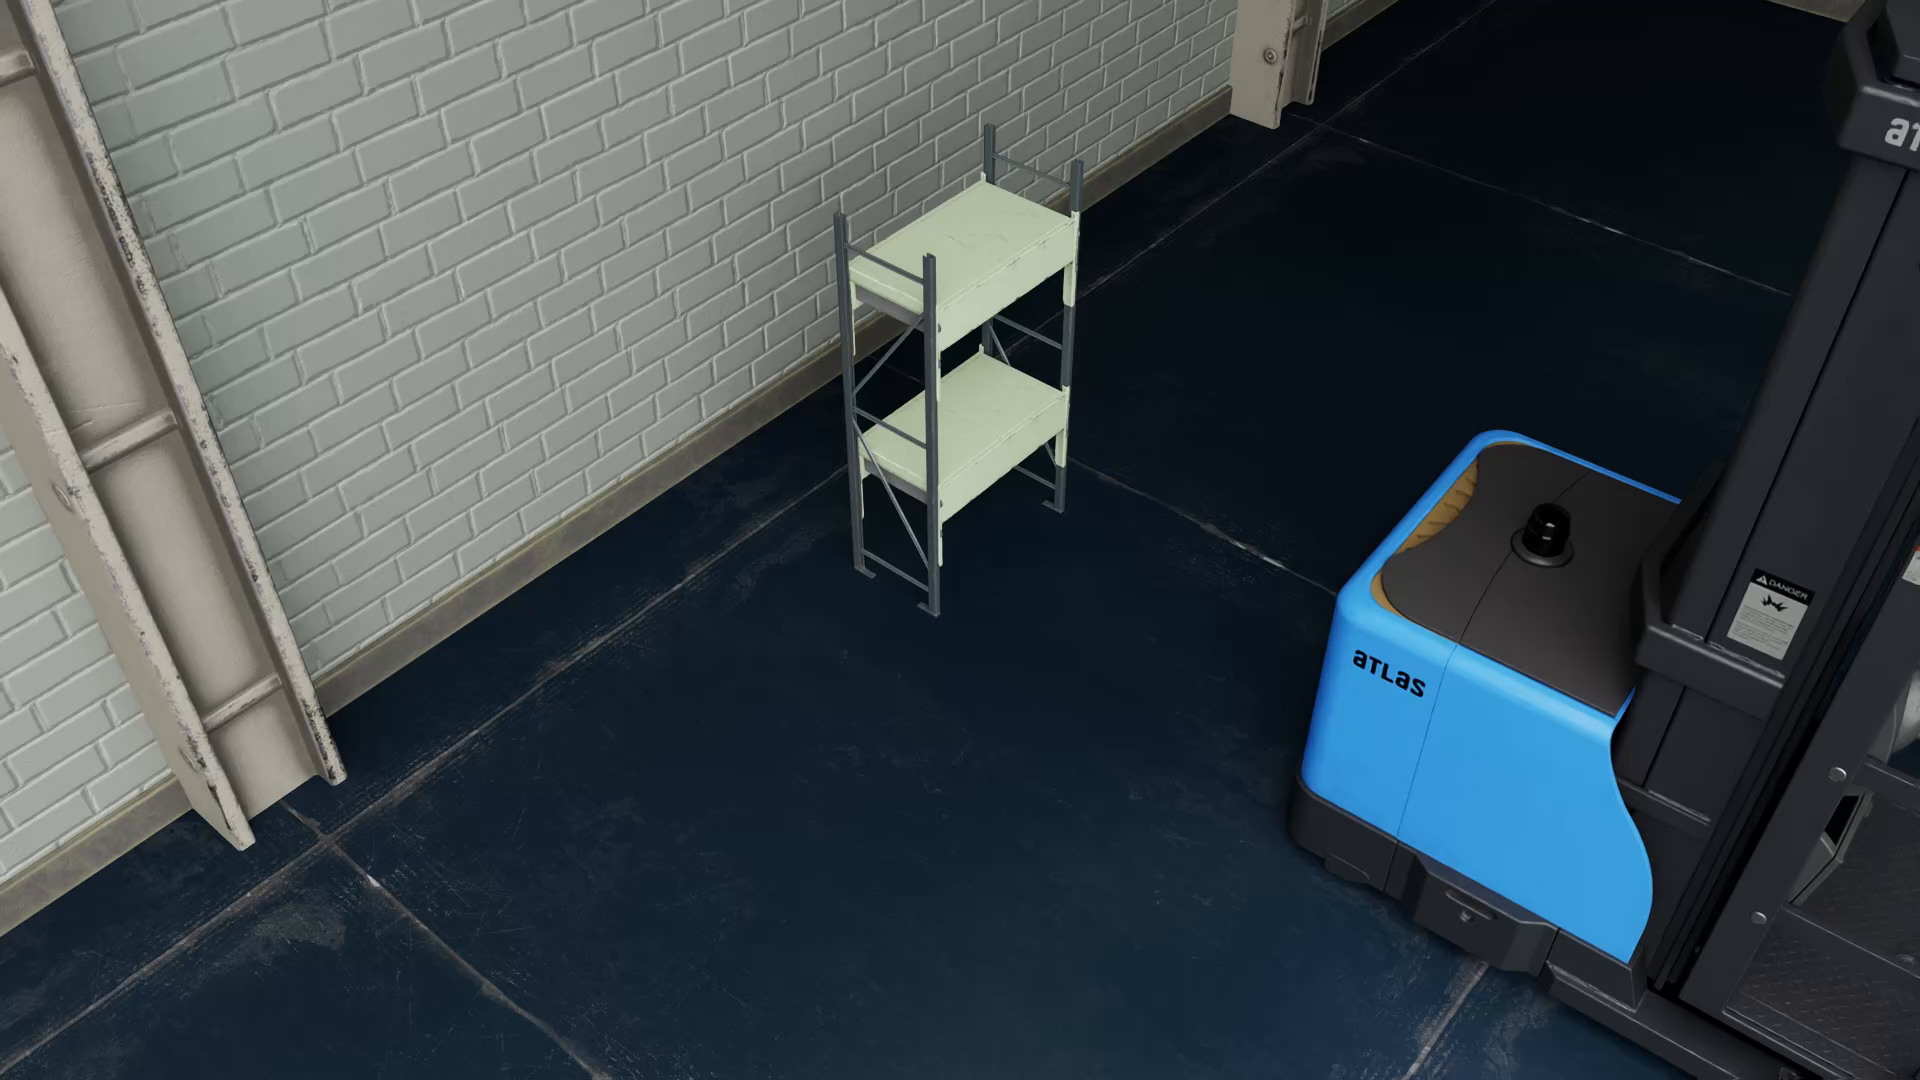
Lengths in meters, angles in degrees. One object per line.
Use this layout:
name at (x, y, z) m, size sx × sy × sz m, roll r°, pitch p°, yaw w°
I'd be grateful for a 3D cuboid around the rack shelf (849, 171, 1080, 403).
rack shelf at (0.004, -0.847, 5.487) m, size 0.431 × 0.370 × 0.720 m, roll 29°, pitch 50°, yaw 28°

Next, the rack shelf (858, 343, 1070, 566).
rack shelf at (0.004, -0.317, 5.969) m, size 0.431 × 0.370 × 0.720 m, roll 29°, pitch 50°, yaw 28°

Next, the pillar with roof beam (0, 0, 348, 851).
pillar with roof beam at (1.063, -0.662, 0.290) m, size 9.100 × 9.000 × 0.400 m, roll 29°, pitch 50°, yaw 28°

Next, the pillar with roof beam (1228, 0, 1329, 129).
pillar with roof beam at (4.925, -3.752, 3.687) m, size 9.100 × 9.000 × 0.400 m, roll 29°, pitch 50°, yaw 28°

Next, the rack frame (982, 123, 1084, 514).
rack frame at (0.240, -0.747, 5.956) m, size 0.400 × 1.500 × 0.023 m, roll 29°, pitch 50°, yaw 28°

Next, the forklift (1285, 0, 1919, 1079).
forklift at (2.486, 0.214, 3.836) m, size 3.031 × 2.935 × 1.130 m, roll 28°, pitch 49°, yaw 27°

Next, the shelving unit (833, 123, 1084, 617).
shelving unit at (0.004, -0.558, 5.749) m, size 0.431 × 1.500 × 0.755 m, roll 29°, pitch 50°, yaw 28°

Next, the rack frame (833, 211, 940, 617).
rack frame at (-0.231, -0.370, 5.542) m, size 0.400 × 1.500 × 0.023 m, roll 29°, pitch 50°, yaw 28°
